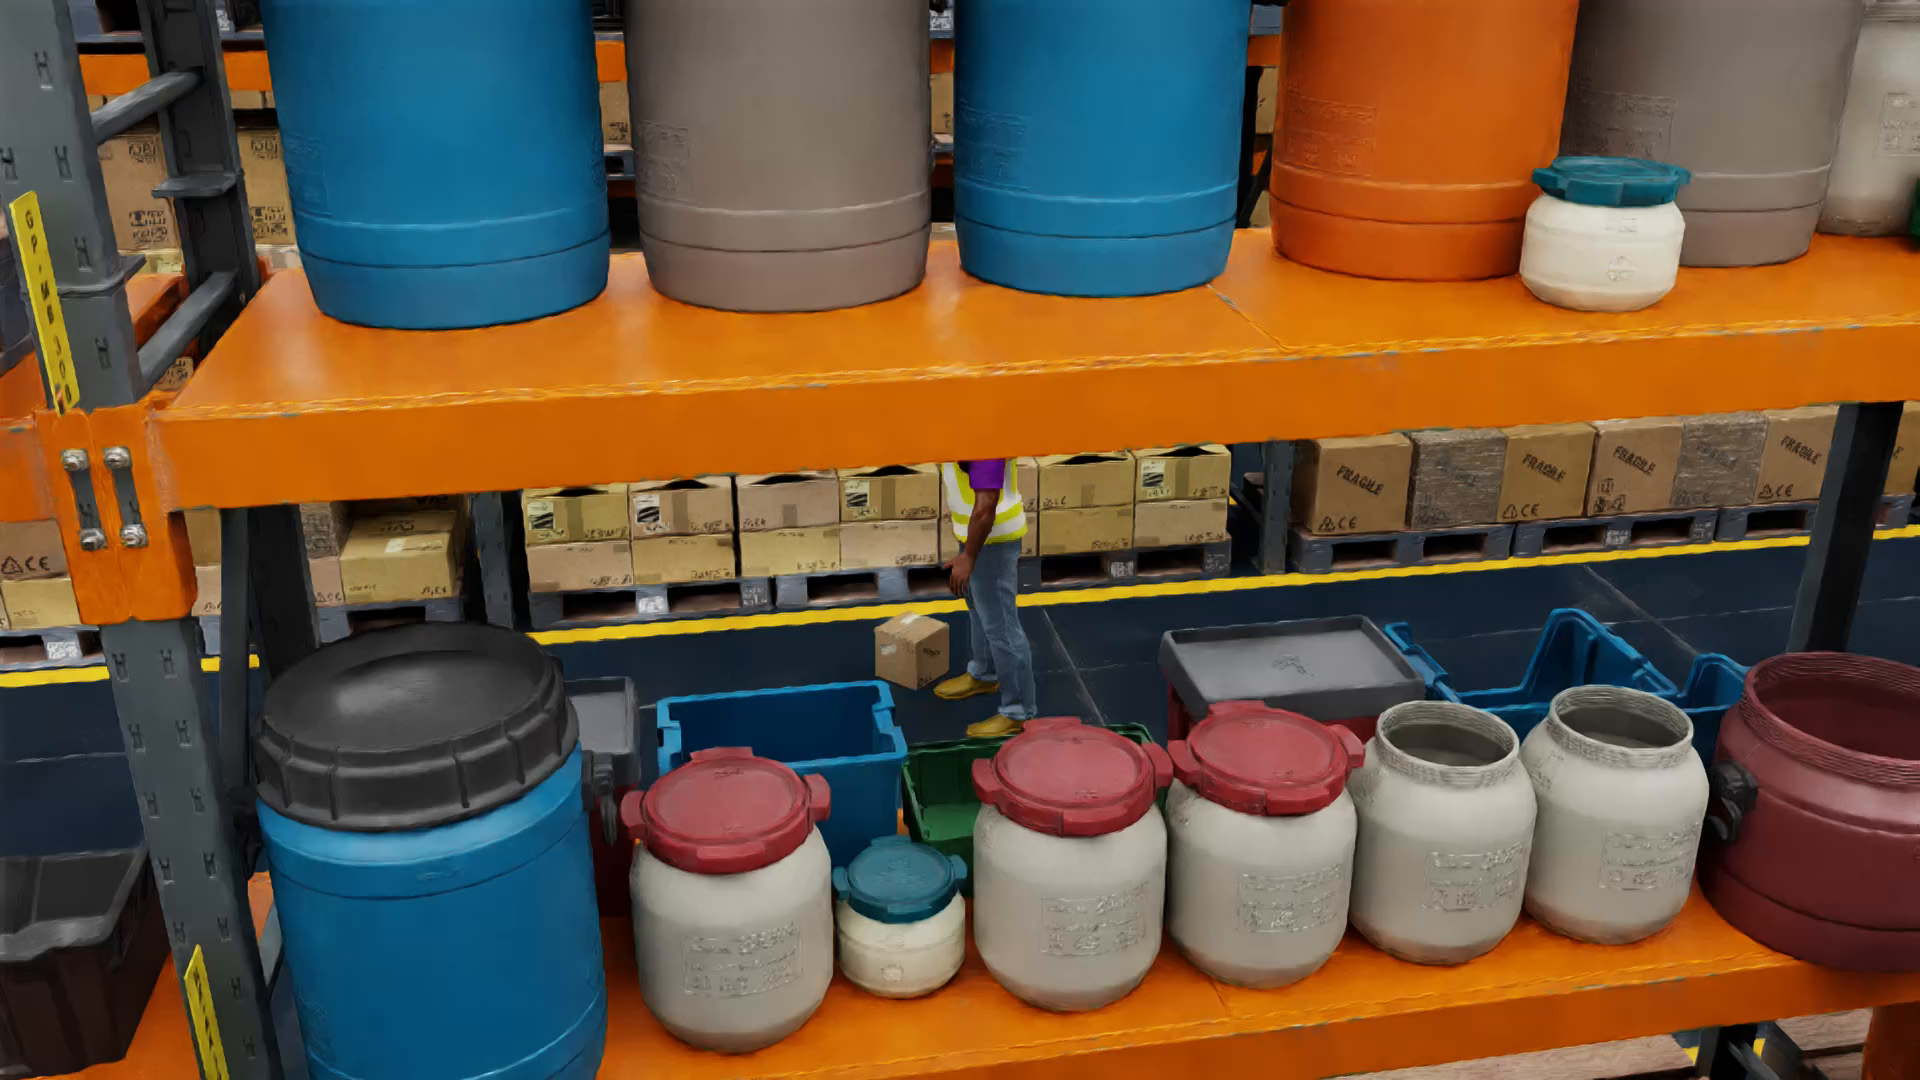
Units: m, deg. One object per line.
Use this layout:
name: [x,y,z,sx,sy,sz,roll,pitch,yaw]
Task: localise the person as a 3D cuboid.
person: [0.111,-0.035,7.134,0.444,1.771,0.683,-1,23,-2]
